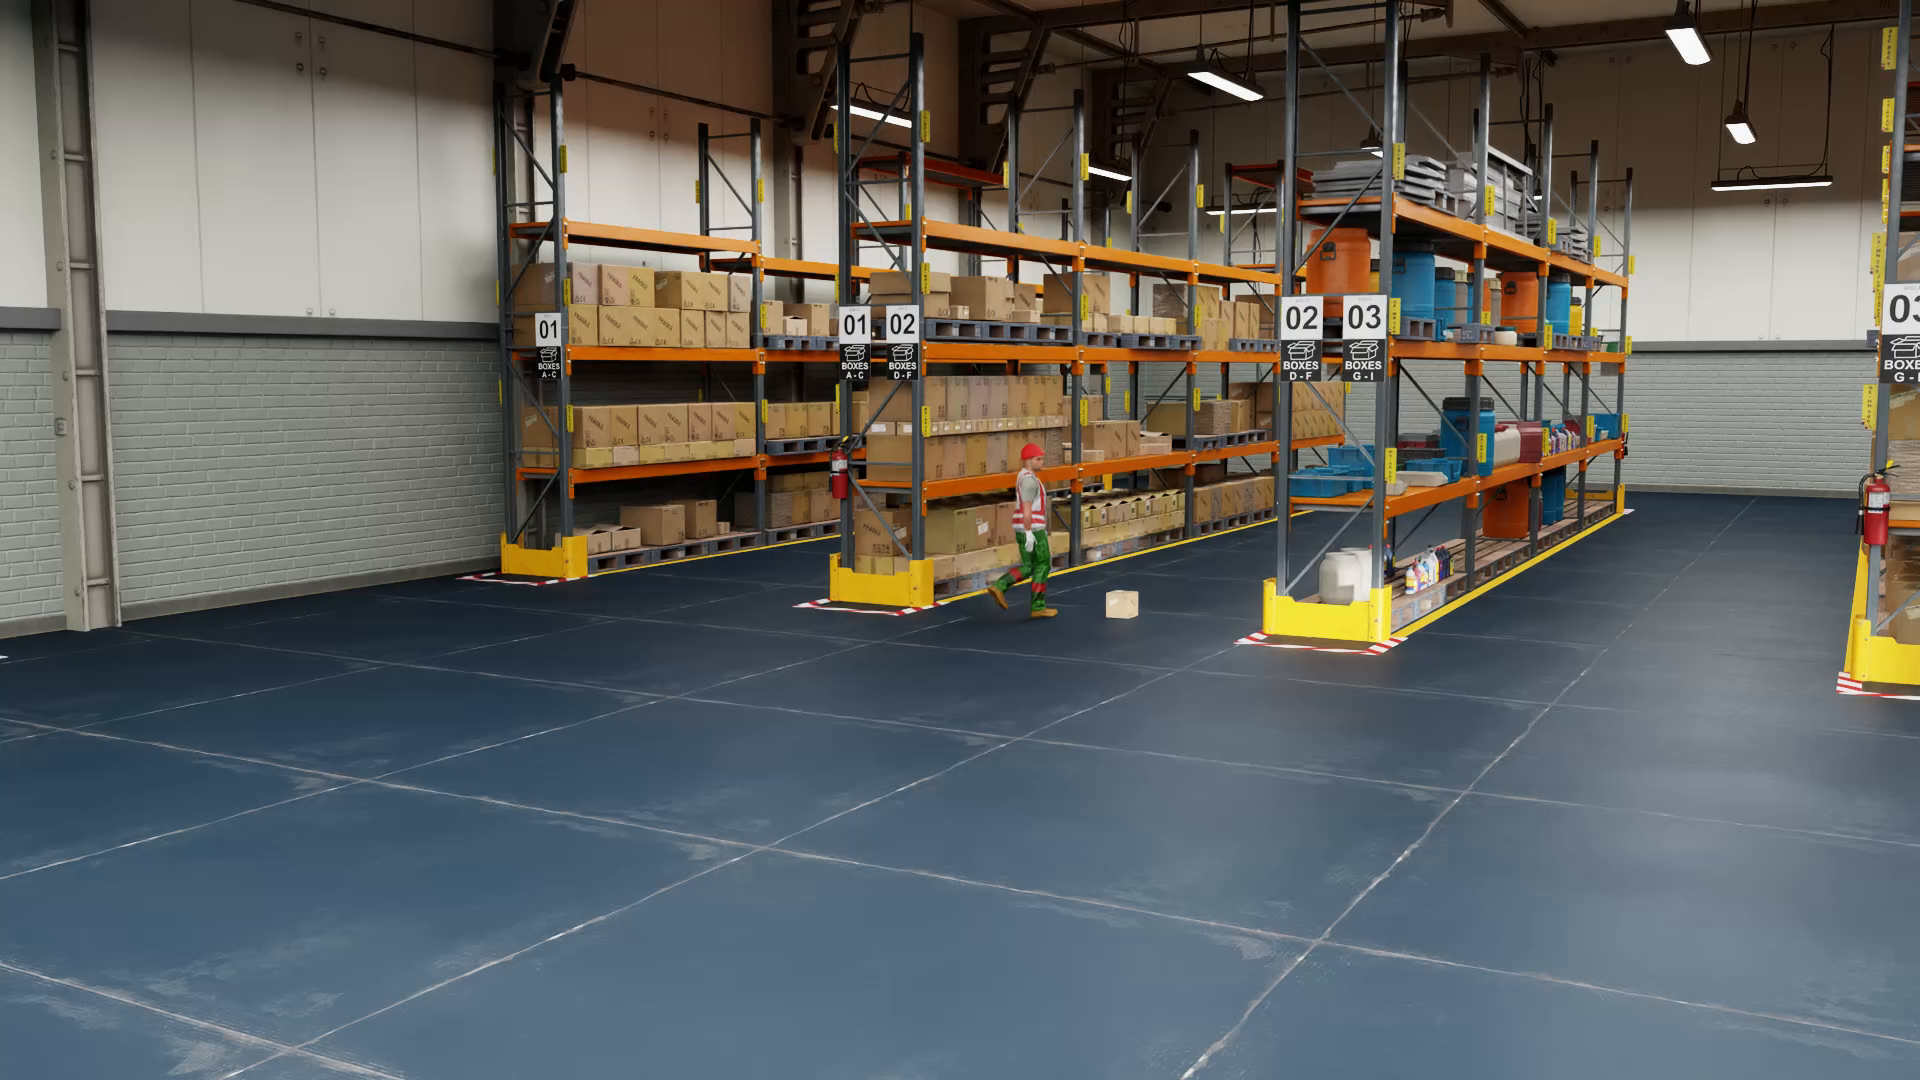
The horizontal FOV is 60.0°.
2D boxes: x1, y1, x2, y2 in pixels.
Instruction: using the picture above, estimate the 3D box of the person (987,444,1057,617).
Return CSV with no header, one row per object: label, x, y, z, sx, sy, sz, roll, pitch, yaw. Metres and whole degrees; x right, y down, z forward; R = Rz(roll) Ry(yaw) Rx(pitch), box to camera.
person,0.644,-0.095,16.861,0.741,1.761,0.555,-2,6,-16
